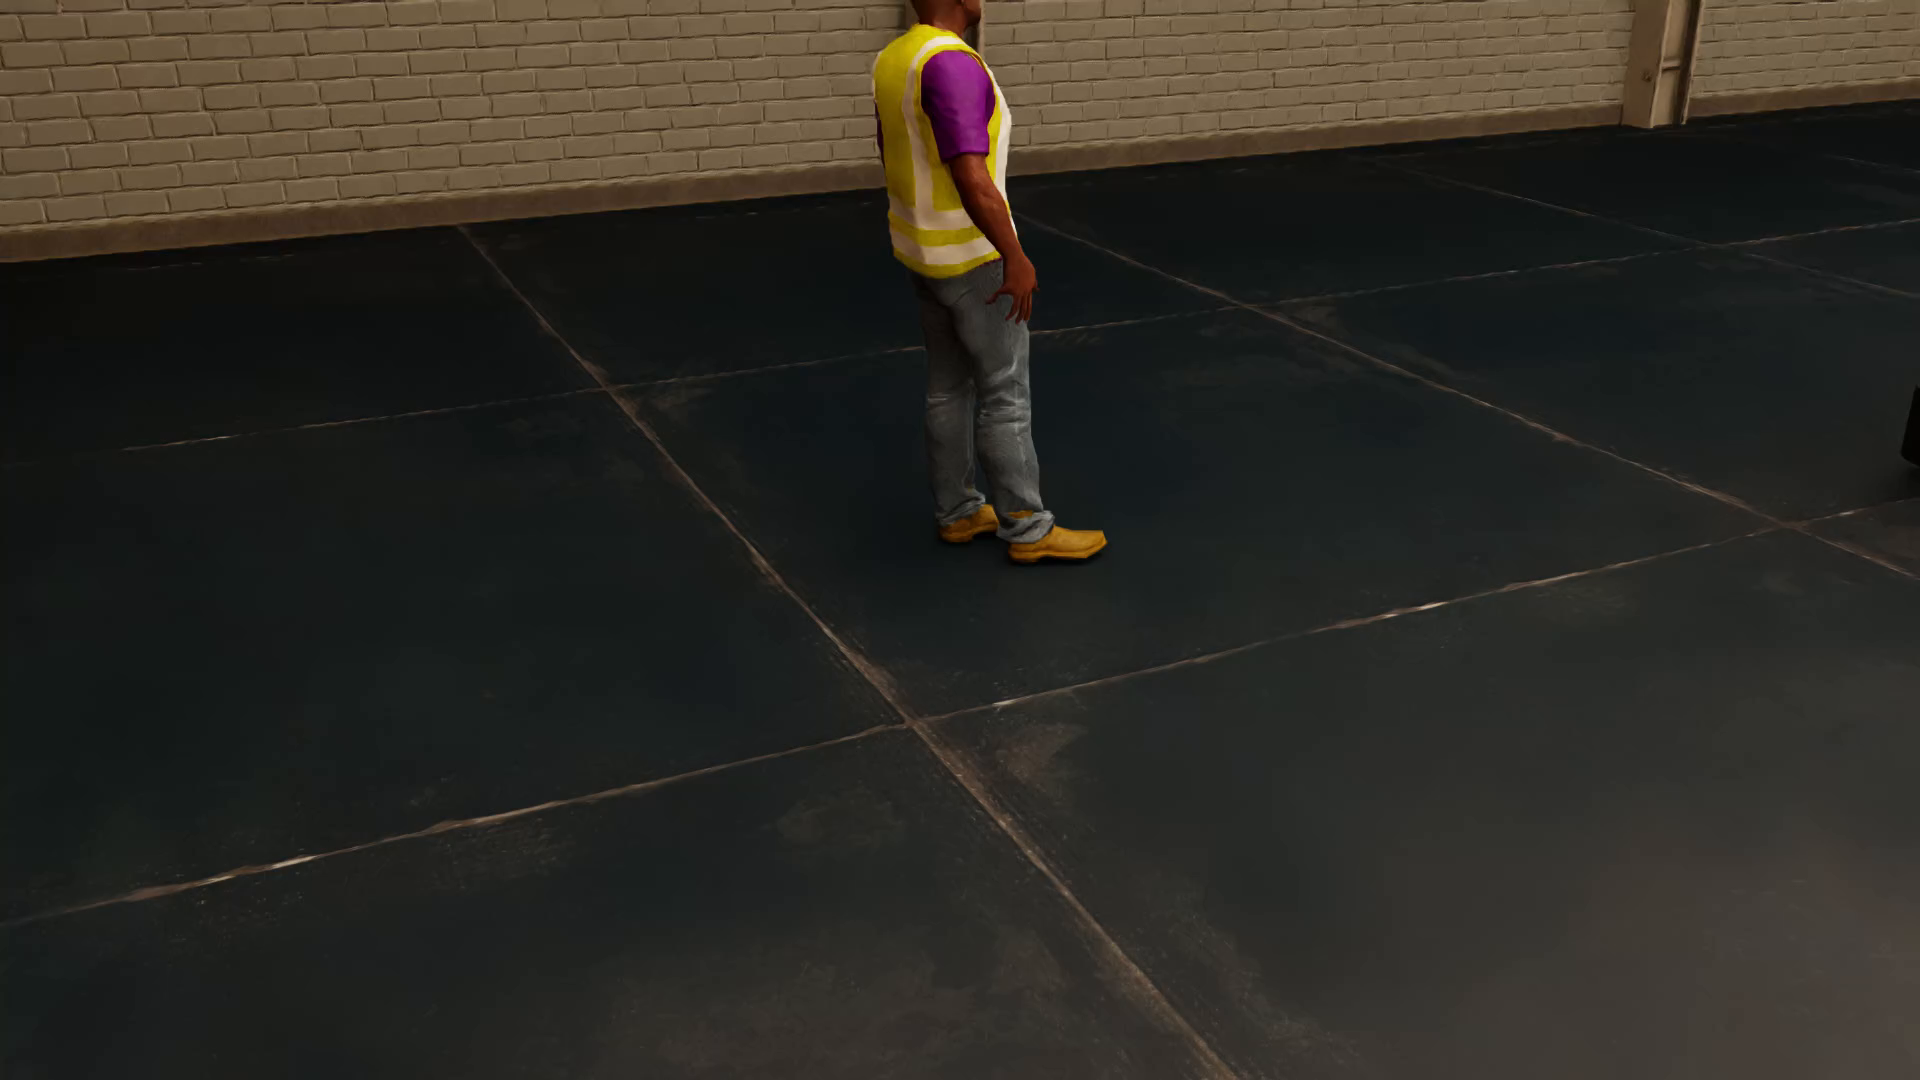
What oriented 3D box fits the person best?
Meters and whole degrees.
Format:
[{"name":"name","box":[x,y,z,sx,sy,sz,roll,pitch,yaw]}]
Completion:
[{"name":"person","box":[0.065,-0.831,4.788,0.576,1.766,0.665,-10,25,-23]}]

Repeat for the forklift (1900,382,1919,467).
[{"name":"forklift","box":[4.703,-1.430,4.729,3.031,2.935,1.130,-1,23,-3]}]
